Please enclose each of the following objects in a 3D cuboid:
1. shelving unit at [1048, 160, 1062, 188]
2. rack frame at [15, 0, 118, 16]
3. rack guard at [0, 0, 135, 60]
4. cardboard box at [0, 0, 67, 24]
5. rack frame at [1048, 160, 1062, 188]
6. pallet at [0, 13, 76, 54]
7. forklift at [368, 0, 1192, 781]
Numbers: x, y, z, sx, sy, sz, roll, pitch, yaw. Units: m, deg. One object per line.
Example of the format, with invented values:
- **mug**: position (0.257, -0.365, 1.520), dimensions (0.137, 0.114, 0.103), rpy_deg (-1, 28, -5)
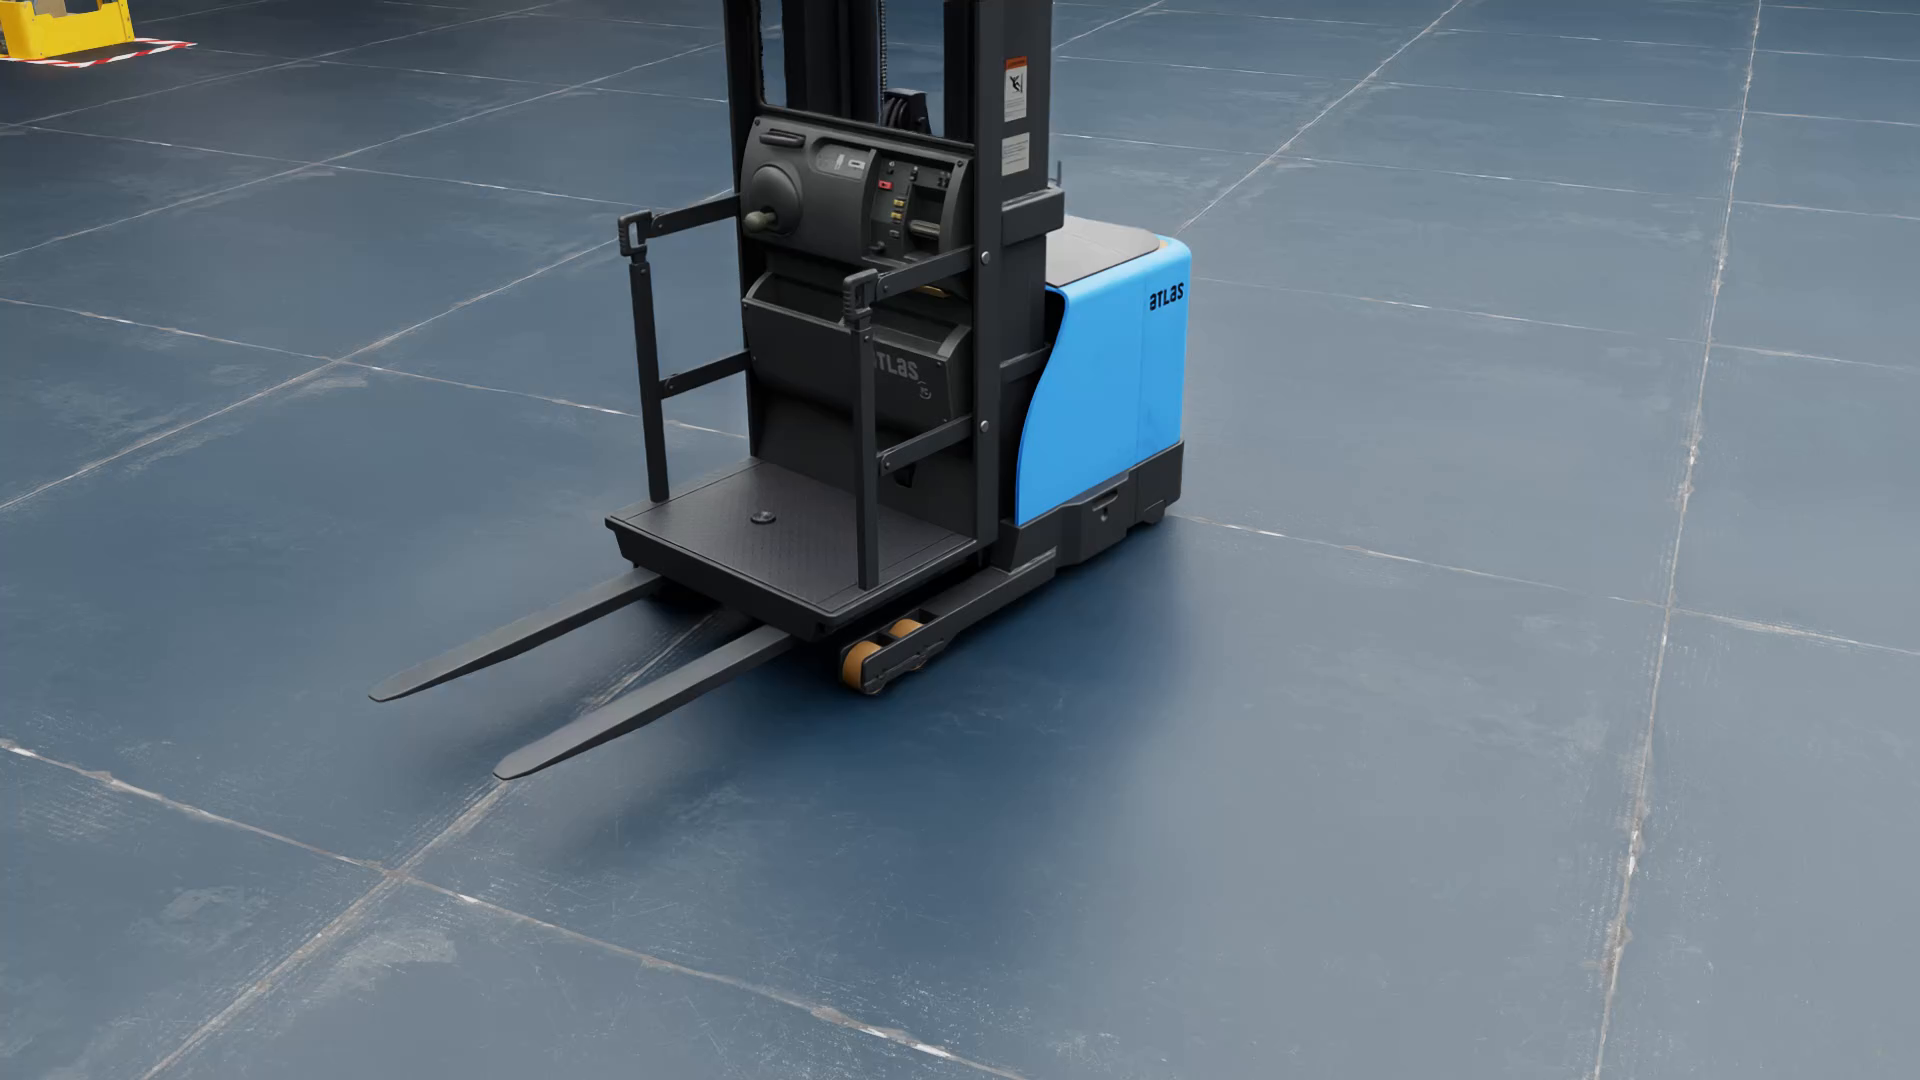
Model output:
- **shelving unit**: position (0.255, -0.974, 6.870), dimensions (0.189, 1.200, 0.258), rpy_deg (-19, 32, -34)
- **rack frame**: position (-8.263, -5.953, 14.946), dimensions (0.127, 3.000, 1.000), rpy_deg (11, 28, 22)
- **rack guard**: position (-8.332, -4.846, 15.527), dimensions (0.348, 0.500, 1.175), rpy_deg (11, 28, 22)
- **cardboard box**: position (-8.825, -5.141, 15.651), dimensions (0.500, 0.500, 0.500), rpy_deg (17, 31, 31)
- **rack frame**: position (0.327, -0.999, 6.921), dimensions (0.006, 1.200, 0.240), rpy_deg (-19, 32, -34)
- **pallet**: position (-9.057, -4.879, 15.921), dimensions (1.213, 0.211, 1.003), rpy_deg (11, 28, 22)
- **forklift**: position (-0.485, -1.078, 5.120), dimensions (1.130, 2.935, 3.031), rpy_deg (21, 33, 36)
